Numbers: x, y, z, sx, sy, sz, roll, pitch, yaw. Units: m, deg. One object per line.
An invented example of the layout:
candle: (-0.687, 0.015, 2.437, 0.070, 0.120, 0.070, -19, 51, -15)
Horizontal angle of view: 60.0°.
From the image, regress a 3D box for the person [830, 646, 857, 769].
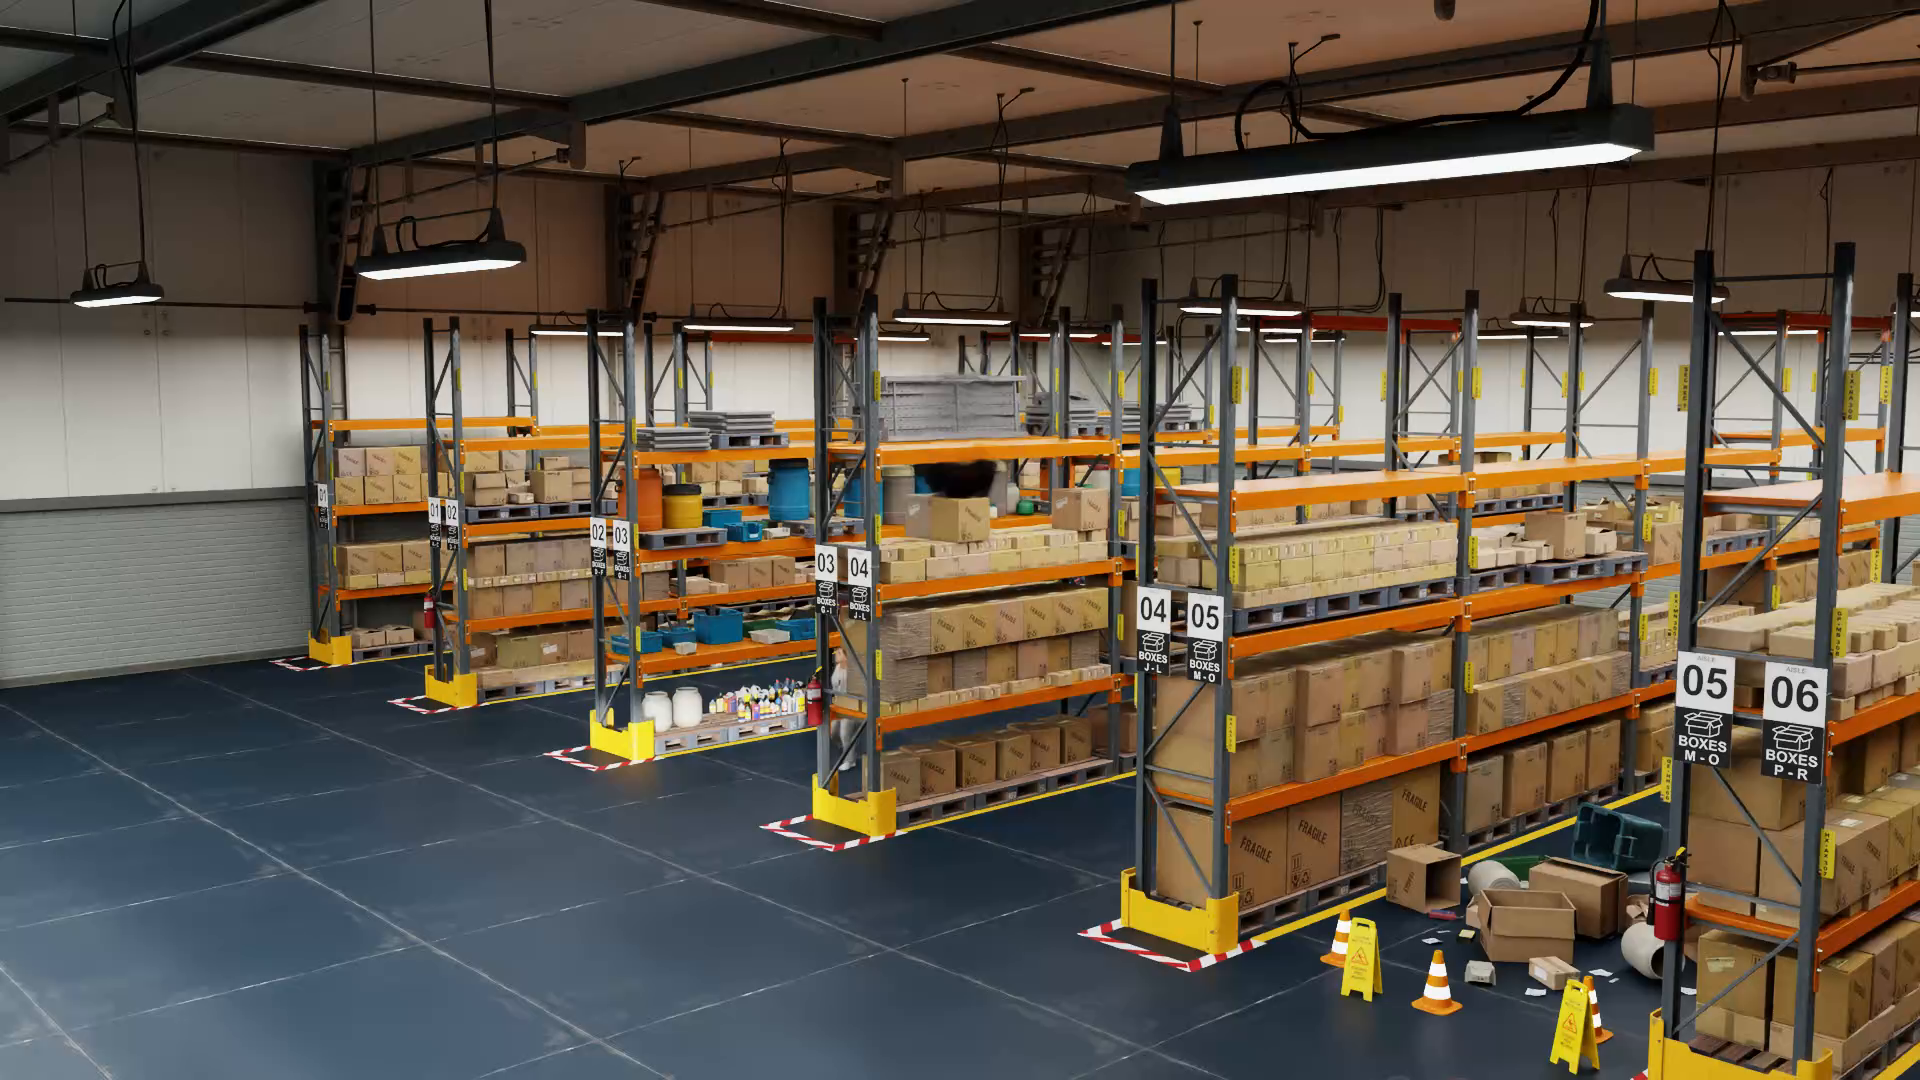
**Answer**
person: (-1.520, 2.176, 21.566, 0.552, 1.637, 0.561, 5, 8, 43)
